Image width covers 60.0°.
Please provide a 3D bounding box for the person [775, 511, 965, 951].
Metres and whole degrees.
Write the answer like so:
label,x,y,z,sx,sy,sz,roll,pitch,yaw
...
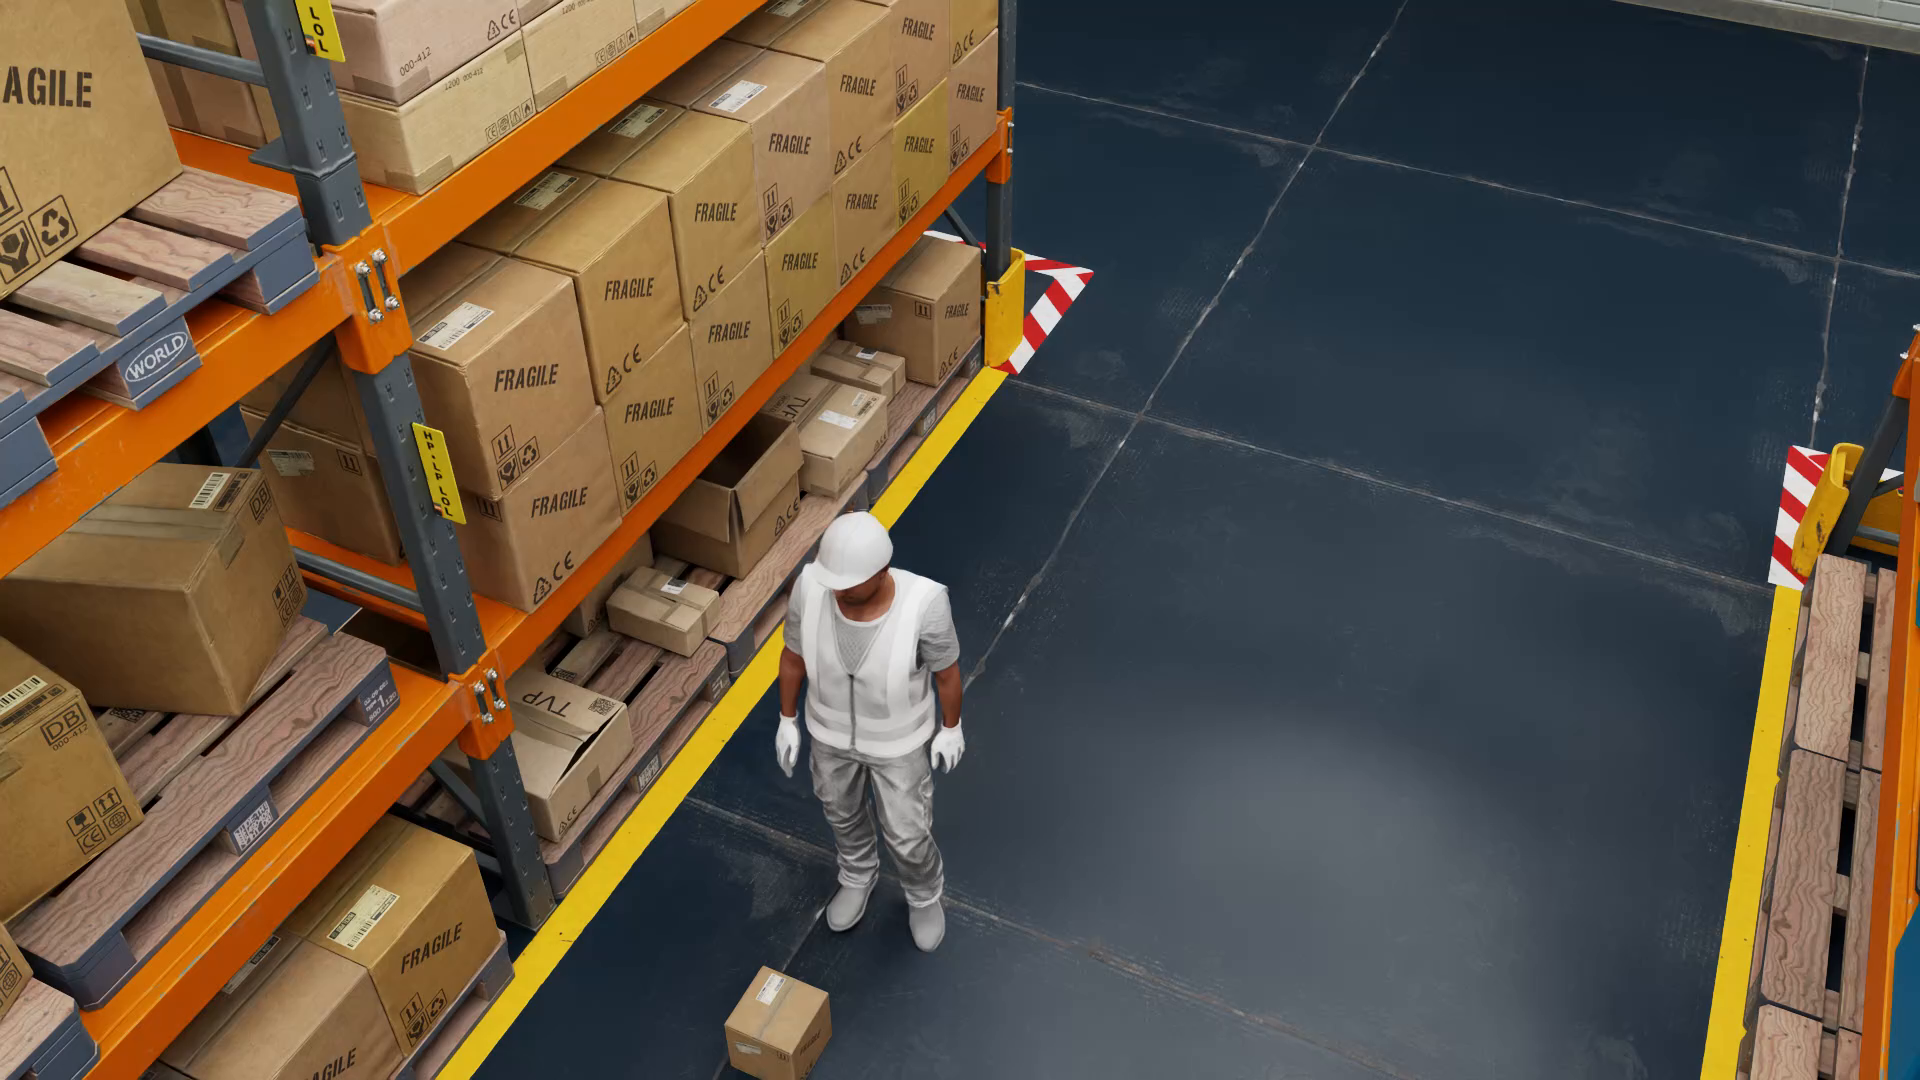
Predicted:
label,x,y,z,sx,sy,sz,roll,pitch,yaw
person,-0.297,0.642,5.417,0.601,1.829,0.408,11,43,12
